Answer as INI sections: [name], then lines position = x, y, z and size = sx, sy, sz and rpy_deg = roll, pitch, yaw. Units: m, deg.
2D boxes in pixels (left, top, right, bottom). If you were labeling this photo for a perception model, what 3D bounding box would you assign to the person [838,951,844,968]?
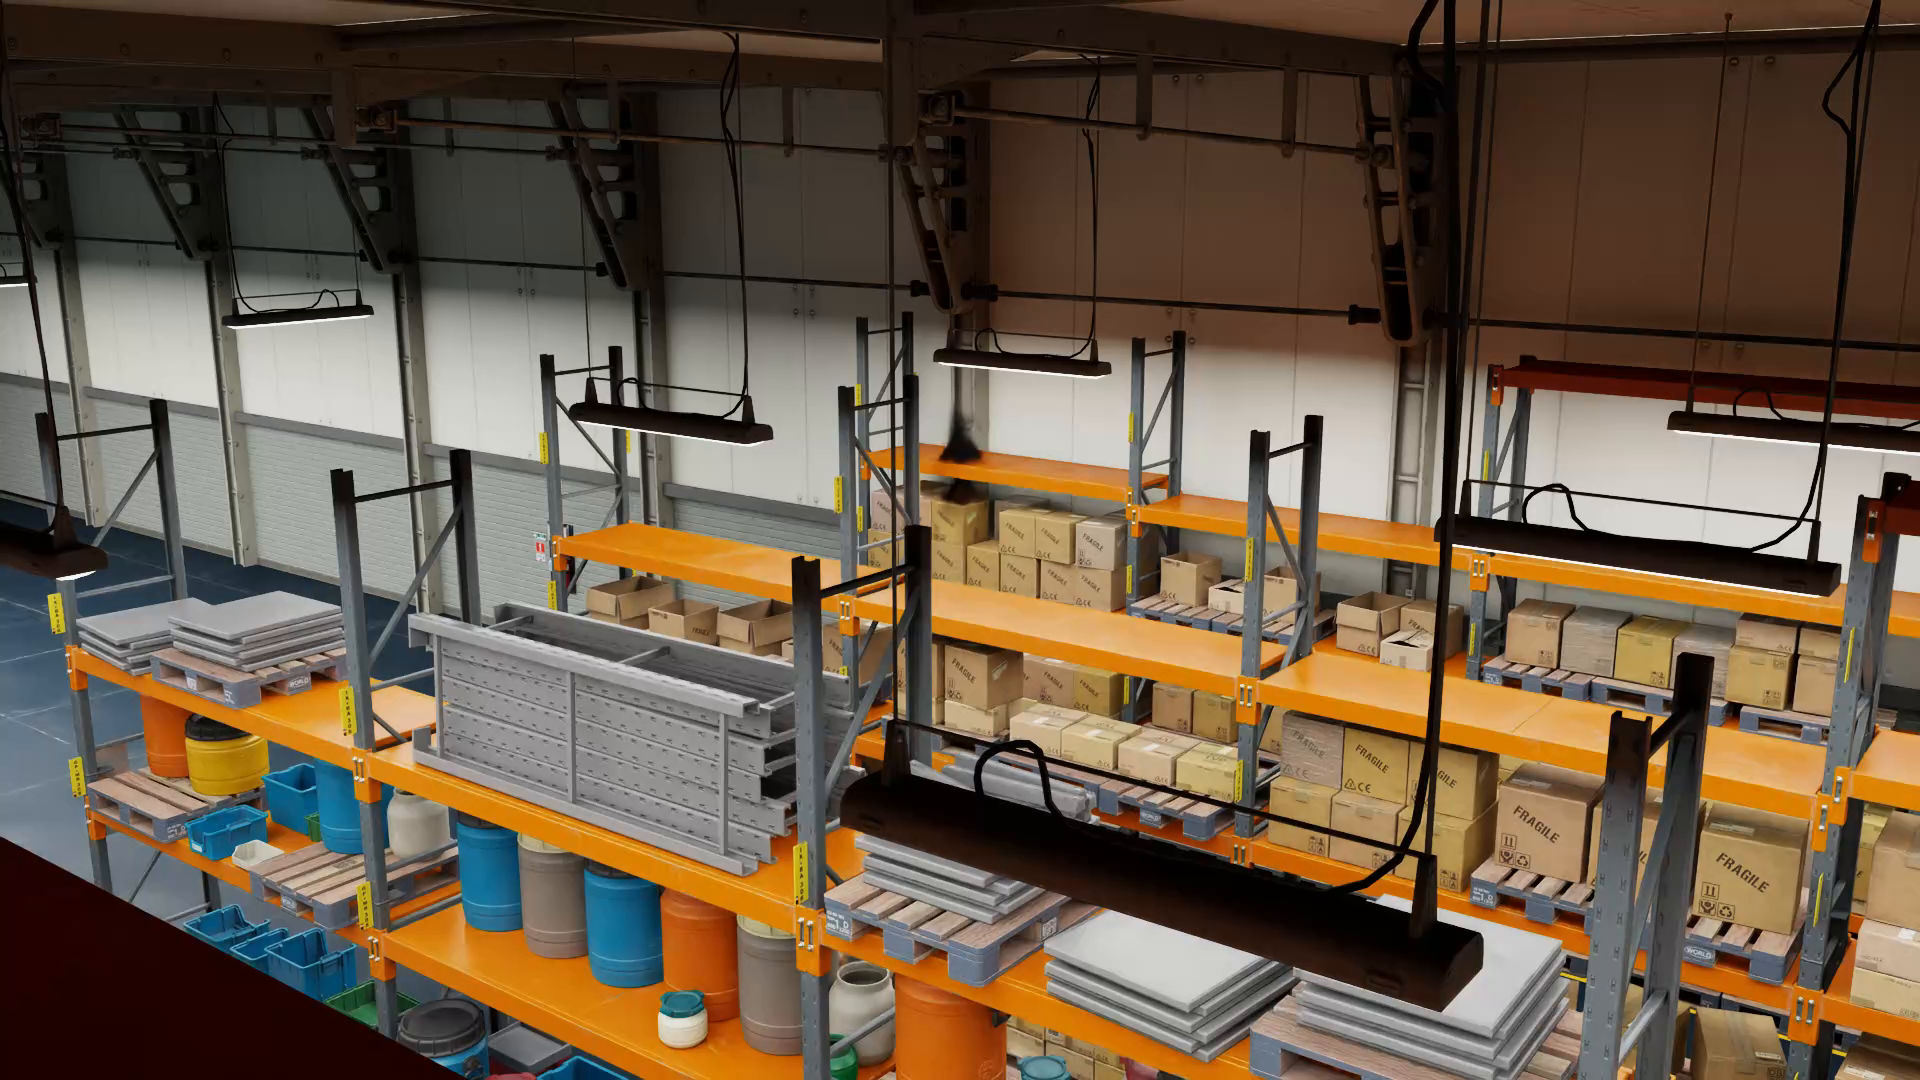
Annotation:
[person]
position = -1.018, 4.131, 13.667
size = 0.663, 1.724, 0.700
rpy_deg = 7, 15, 29
